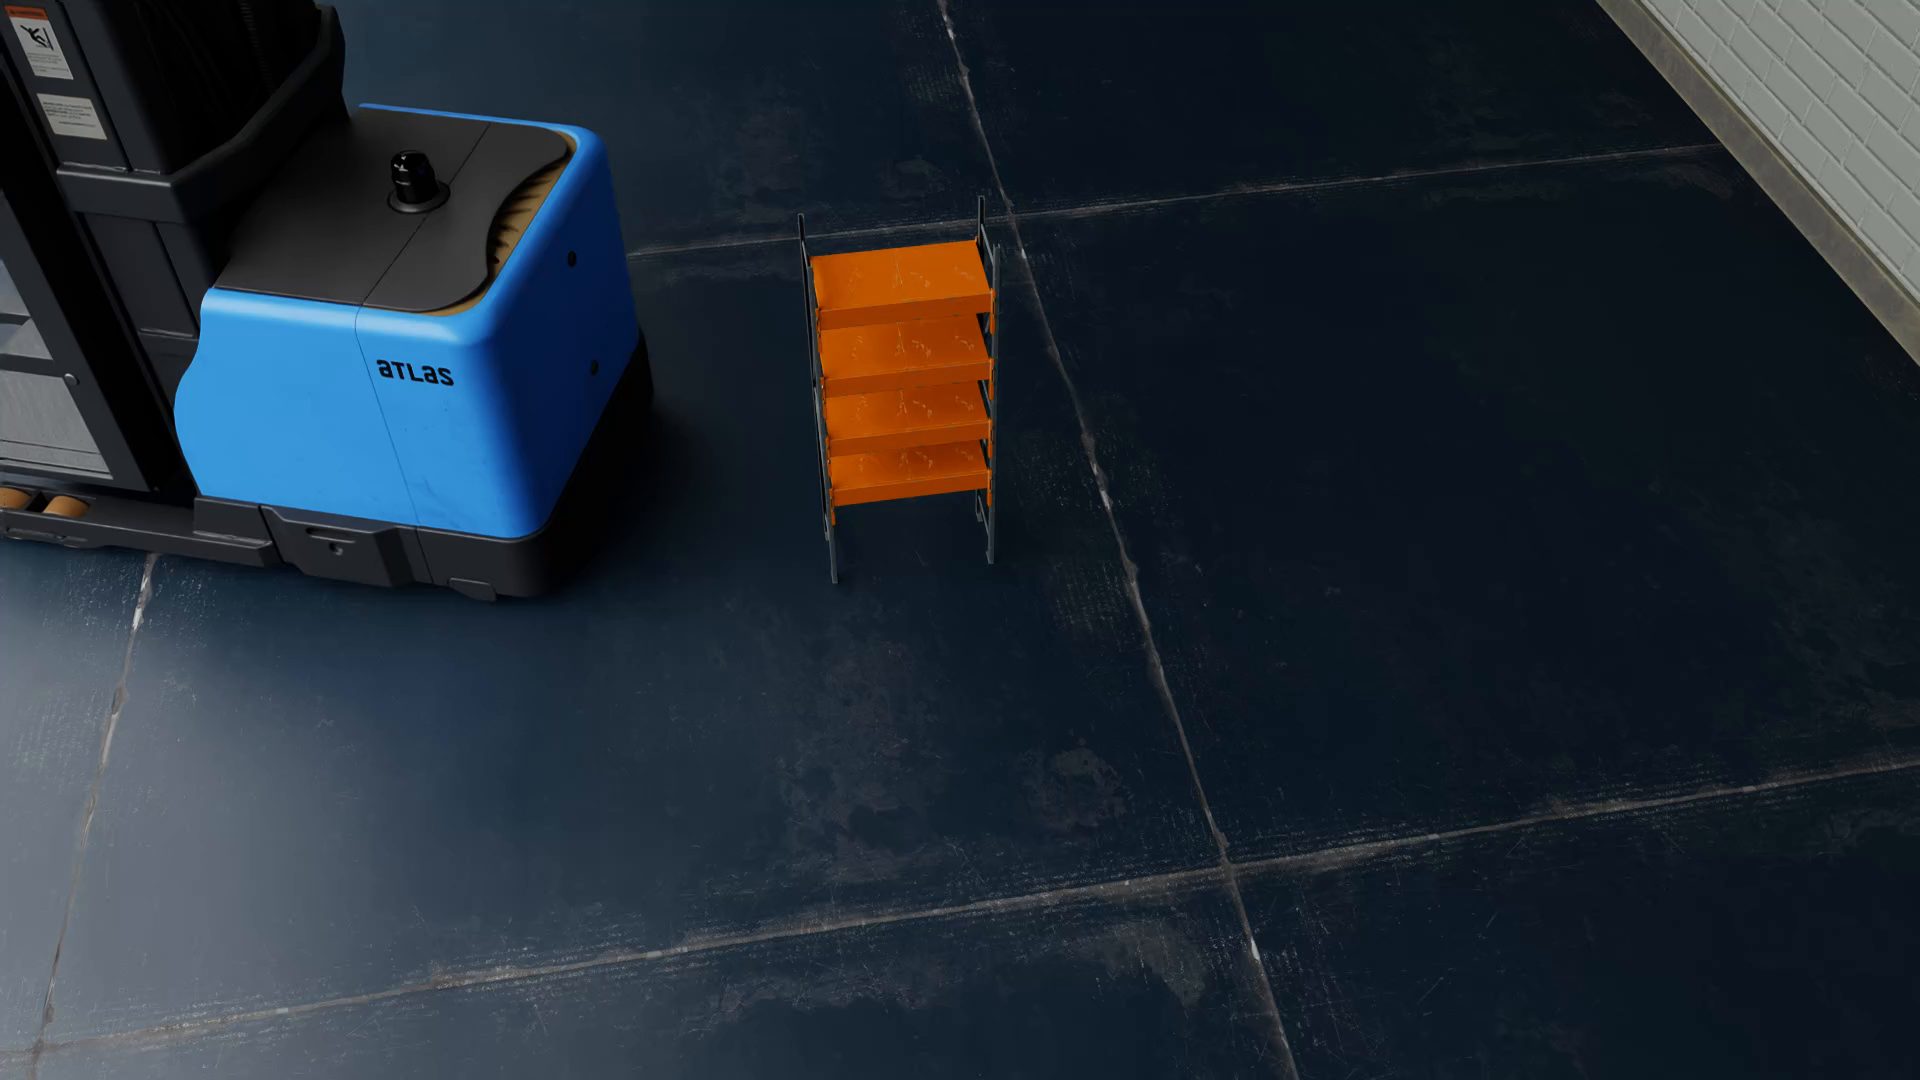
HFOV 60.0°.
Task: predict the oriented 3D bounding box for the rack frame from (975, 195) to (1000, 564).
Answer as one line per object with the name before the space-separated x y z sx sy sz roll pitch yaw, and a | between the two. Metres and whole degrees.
rack frame | 0.077 -0.426 4.827 0.015 1.200 0.240 -7 46 -7

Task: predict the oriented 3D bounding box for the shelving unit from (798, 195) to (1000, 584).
shelving unit | -0.163 -0.396 4.798 0.503 1.200 0.258 -7 46 -7

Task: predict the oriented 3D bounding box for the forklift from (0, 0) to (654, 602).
forklift | -2.605 -1.358 4.523 3.031 2.935 1.130 8 47 8

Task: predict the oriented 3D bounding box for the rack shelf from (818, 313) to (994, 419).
rack shelf | -0.163 -0.505 4.686 0.480 0.148 0.258 -7 46 -7

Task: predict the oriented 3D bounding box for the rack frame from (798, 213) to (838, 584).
rack frame | -0.404 -0.366 4.769 0.015 1.200 0.240 -7 46 -7

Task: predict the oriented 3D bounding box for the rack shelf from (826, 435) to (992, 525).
rack shelf | -0.163 -0.212 4.990 0.480 0.148 0.258 -7 46 -7

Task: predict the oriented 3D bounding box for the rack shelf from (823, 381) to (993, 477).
rack shelf | -0.163 -0.349 4.847 0.480 0.148 0.258 -7 46 -7

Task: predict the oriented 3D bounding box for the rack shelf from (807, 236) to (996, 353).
rack shelf | -0.163 -0.669 4.515 0.480 0.148 0.258 -7 46 -7
